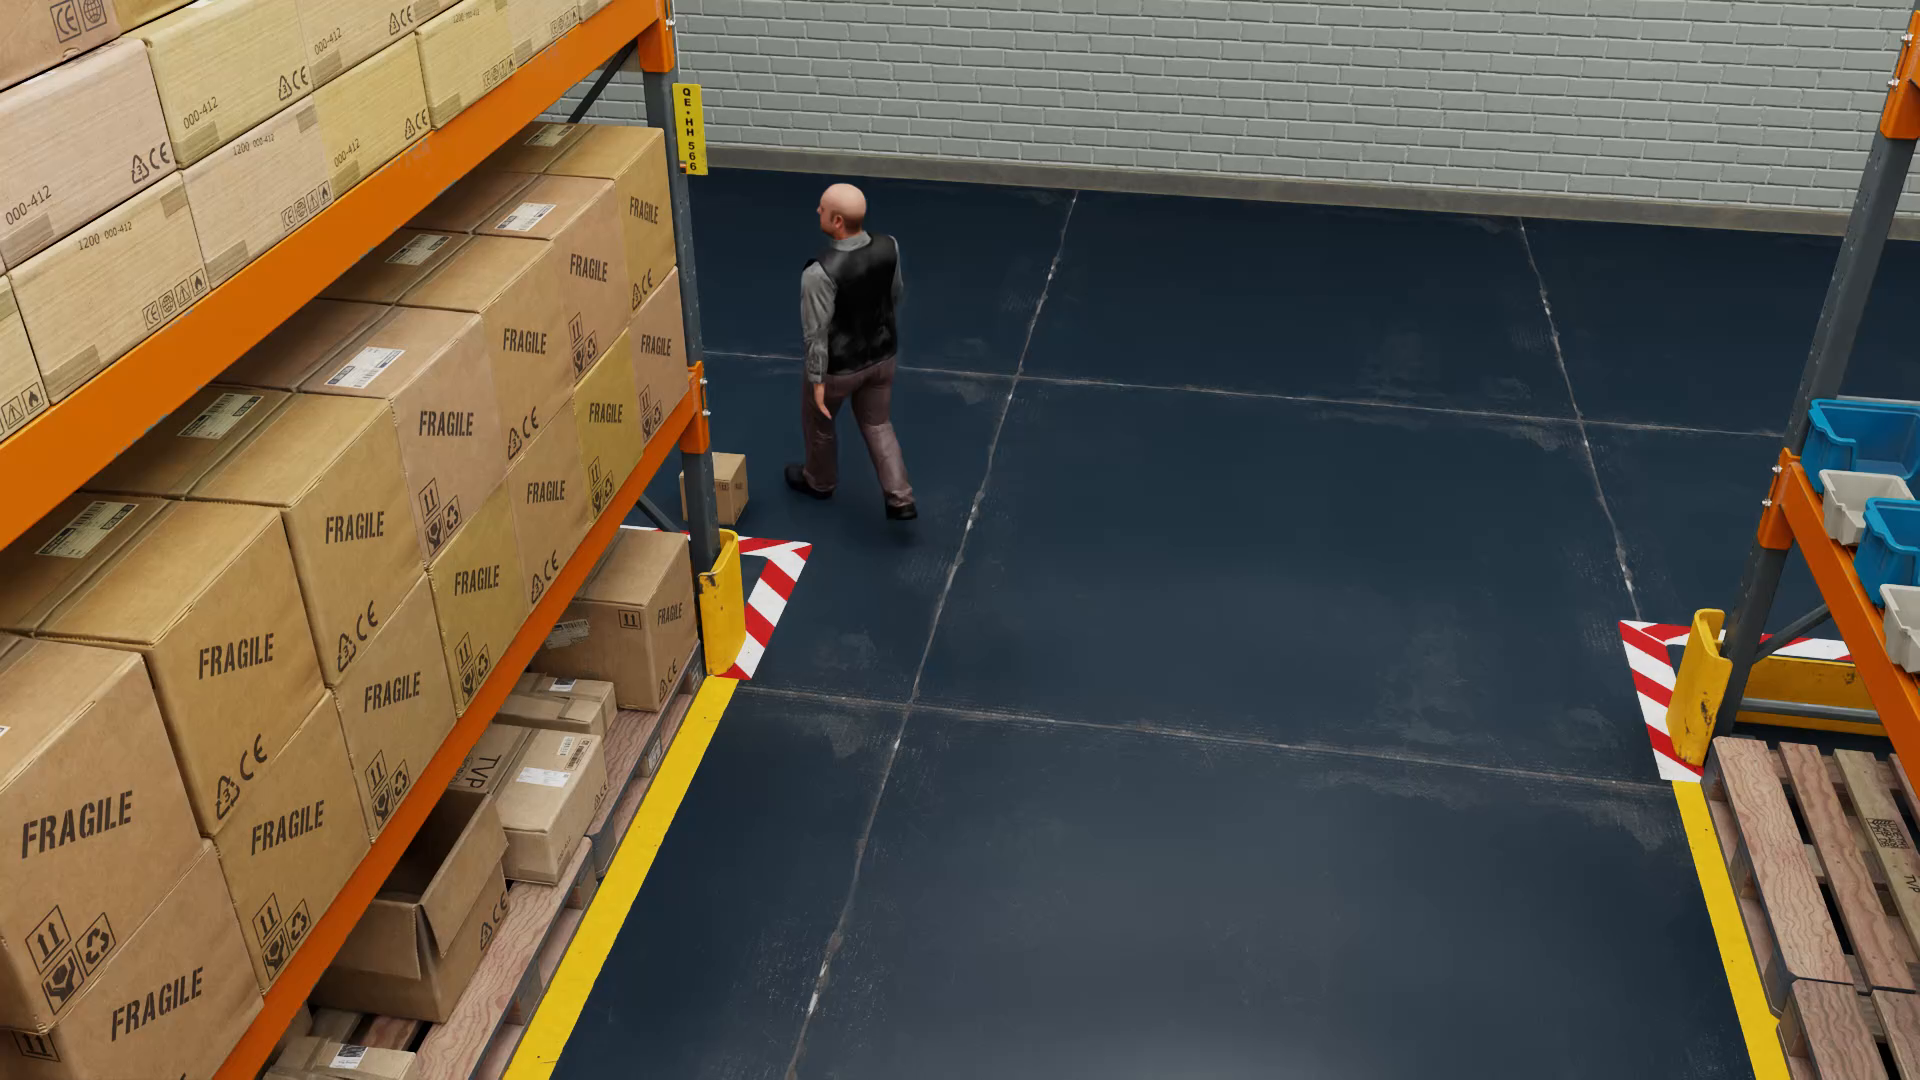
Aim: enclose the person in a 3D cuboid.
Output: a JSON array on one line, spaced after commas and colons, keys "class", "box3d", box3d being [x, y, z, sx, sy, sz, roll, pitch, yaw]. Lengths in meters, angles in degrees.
[{"class": "person", "box3d": [-0.526, -0.841, 7.524, 0.593, 1.679, 0.922, -23, 39, -32]}]
